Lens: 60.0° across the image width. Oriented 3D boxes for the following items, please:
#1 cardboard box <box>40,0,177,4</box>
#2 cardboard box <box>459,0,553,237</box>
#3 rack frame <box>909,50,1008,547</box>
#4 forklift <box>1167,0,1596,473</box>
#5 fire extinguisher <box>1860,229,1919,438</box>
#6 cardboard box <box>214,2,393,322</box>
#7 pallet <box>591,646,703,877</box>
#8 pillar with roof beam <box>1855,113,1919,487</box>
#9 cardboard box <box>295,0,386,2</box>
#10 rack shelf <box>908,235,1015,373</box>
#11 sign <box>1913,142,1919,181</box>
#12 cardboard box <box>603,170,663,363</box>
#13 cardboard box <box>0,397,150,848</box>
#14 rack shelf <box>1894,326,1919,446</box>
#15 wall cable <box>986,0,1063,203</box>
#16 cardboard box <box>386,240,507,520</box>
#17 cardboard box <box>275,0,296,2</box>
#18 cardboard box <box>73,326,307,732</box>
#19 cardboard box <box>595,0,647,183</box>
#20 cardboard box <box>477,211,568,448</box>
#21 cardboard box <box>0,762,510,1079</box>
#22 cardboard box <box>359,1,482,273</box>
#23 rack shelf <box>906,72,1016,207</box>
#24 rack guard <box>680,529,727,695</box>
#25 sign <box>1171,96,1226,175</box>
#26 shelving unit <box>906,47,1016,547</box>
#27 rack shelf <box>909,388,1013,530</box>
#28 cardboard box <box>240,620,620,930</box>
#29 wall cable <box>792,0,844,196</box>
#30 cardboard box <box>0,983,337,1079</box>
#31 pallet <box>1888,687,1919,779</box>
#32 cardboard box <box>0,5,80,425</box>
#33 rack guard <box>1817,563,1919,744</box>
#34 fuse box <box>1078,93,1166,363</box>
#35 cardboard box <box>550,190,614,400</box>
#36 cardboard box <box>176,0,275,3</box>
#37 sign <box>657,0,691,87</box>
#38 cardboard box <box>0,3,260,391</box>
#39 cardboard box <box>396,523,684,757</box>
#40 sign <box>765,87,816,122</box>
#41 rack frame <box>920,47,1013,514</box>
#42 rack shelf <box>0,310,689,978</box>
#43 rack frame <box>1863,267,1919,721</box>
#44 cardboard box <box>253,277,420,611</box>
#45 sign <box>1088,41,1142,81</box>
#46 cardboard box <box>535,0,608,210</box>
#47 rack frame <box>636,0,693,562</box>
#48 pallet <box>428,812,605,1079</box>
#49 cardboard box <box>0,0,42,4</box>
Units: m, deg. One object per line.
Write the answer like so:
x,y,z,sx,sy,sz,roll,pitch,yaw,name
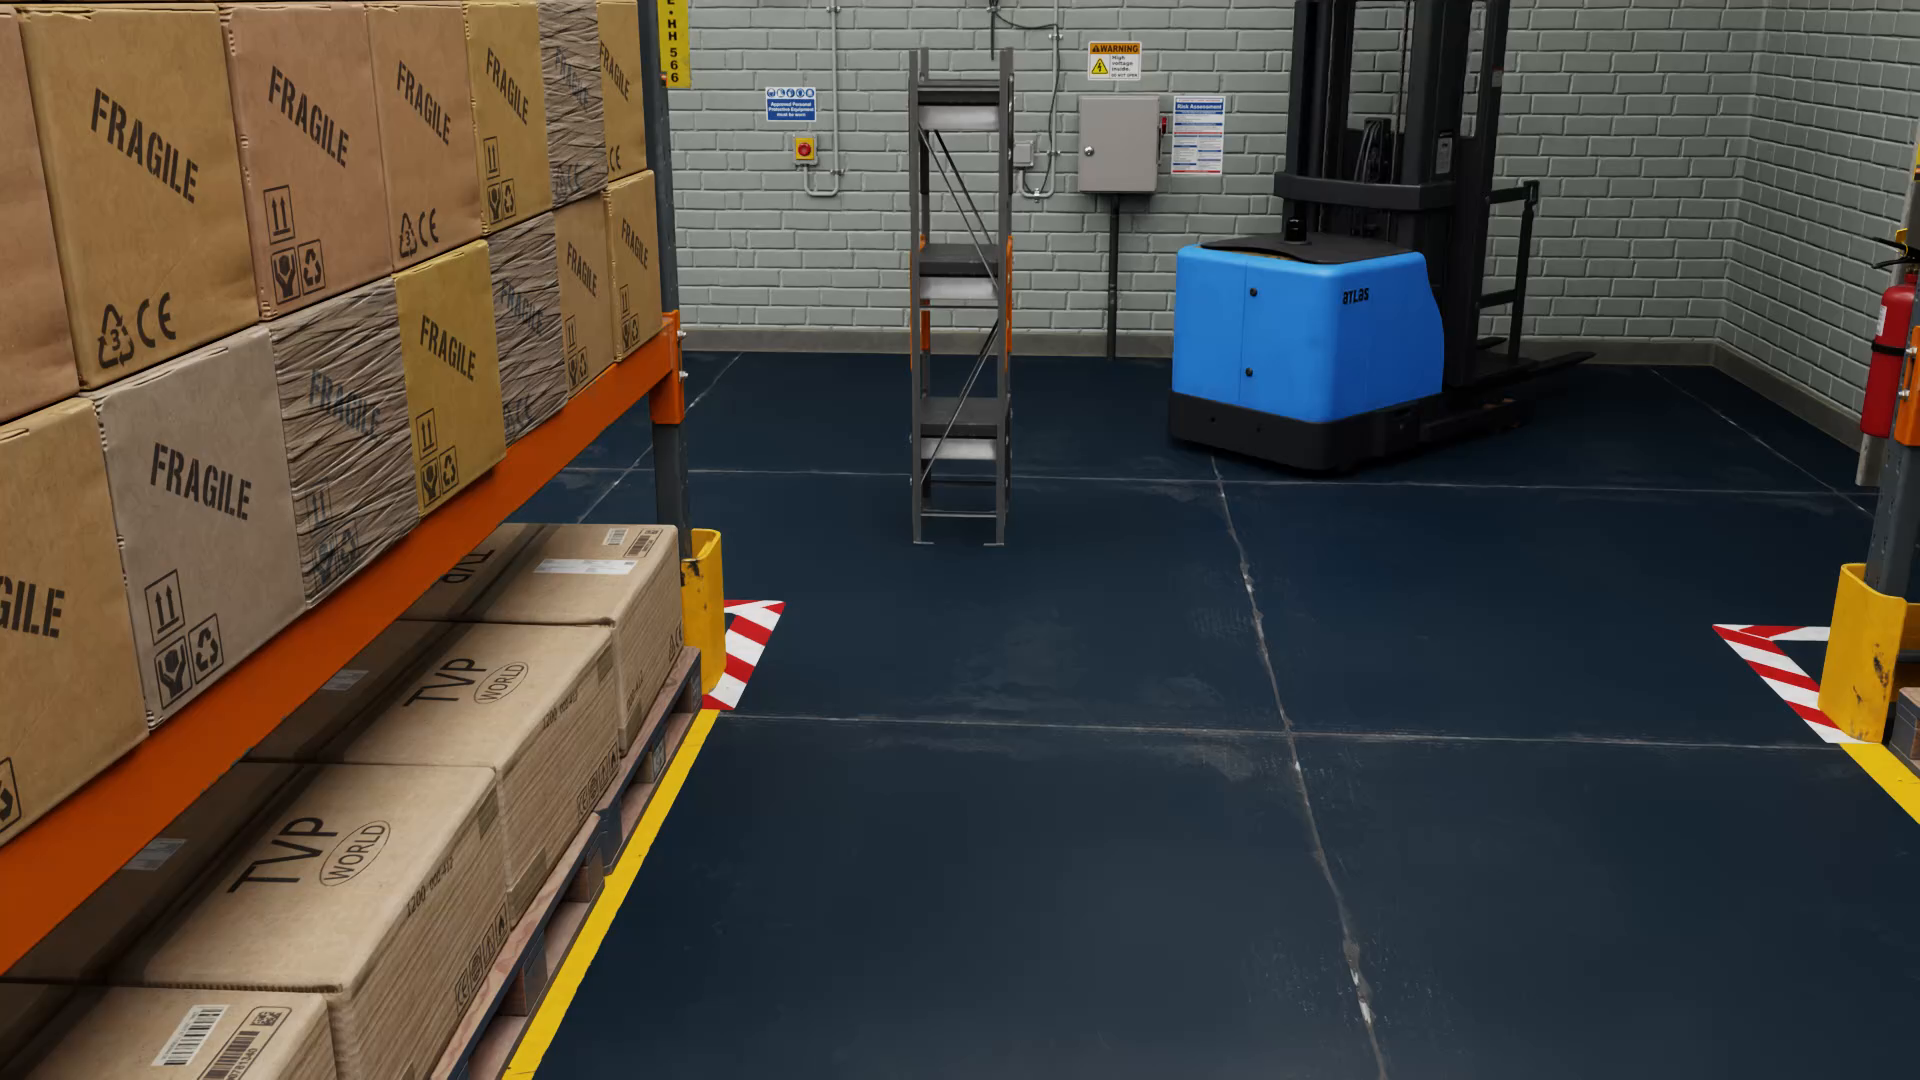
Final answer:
-1.387,-0.857,2.413,0.380,0.149,0.250,1,18,4,cardboard box
-1.283,-0.991,3.864,0.500,0.500,0.500,1,18,4,cardboard box
-0.006,-0.973,7.022,0.400,2.100,0.015,1,18,4,rack frame
2.551,-2.092,9.099,3.031,2.935,1.130,-15,24,-39,forklift
3.061,-0.672,5.381,0.296,0.674,0.183,1,18,4,fire extinguisher
-1.360,-0.678,2.910,0.500,0.500,0.500,2,18,5,cardboard box
-1.419,0.635,5.145,1.003,0.211,1.213,1,18,4,pallet
0.310,-4.595,6.993,9.100,9.000,0.400,1,18,4,pillar with roof beam
-1.317,-1.093,3.135,0.380,0.149,0.250,1,18,4,cardboard box
0.012,-1.036,7.257,0.431,0.518,0.480,1,18,4,rack shelf
2.970,-1.254,5.042,0.100,0.325,0.005,1,18,4,sign
-1.210,-0.832,4.984,0.500,0.500,0.500,1,18,4,cardboard box
-1.431,0.115,2.094,0.500,0.500,0.500,2,18,6,cardboard box
3.368,0.133,3.356,1.077,0.370,4.000,1,18,4,rack shelf
0.357,-3.147,10.577,0.588,1.984,0.122,1,18,4,wall cable
-1.312,-0.356,3.530,0.500,0.500,0.500,2,18,6,cardboard box
-1.403,-1.019,2.906,0.380,0.149,0.250,1,18,4,cardboard box
-1.391,-0.041,2.571,0.500,0.500,0.500,1,18,4,cardboard box
-1.237,-1.308,4.830,0.500,0.500,0.500,2,18,6,cardboard box
-1.288,-0.516,4.021,0.500,0.500,0.500,2,18,6,cardboard box
-1.511,0.850,3.453,0.875,0.438,0.875,1,18,2,cardboard box
-1.321,-0.835,3.388,0.500,0.500,0.500,1,18,4,cardboard box
0.012,-1.701,7.039,0.431,0.518,0.480,1,18,4,rack shelf
-1.438,0.240,5.886,1.175,0.500,0.348,1,18,4,rack guard
1.534,-2.608,10.717,0.329,0.494,0.001,1,18,4,sign
0.012,-1.049,7.253,0.431,2.100,0.503,1,18,4,shelving unit
0.012,-0.371,7.475,0.431,0.518,0.480,1,18,4,rack shelf
-1.444,0.570,4.308,0.875,0.438,0.875,2,18,5,cardboard box
-1.059,-3.189,10.658,0.585,1.953,0.123,1,18,4,wall cable
-1.574,1.128,2.604,0.875,0.438,0.875,1,18,3,cardboard box
3.450,0.766,4.746,1.003,0.211,1.213,1,18,4,pallet
-1.450,-0.363,1.947,0.500,0.500,0.500,1,18,4,cardboard box
3.506,0.381,5.457,1.175,0.500,0.348,1,18,4,rack guard
1.026,-1.987,10.740,0.539,1.711,0.414,1,18,4,fuse box
-1.261,-0.676,4.509,0.500,0.500,0.500,1,18,3,cardboard box
-1.339,-0.939,2.663,0.380,0.149,0.250,1,18,2,cardboard box
-0.899,-1.586,5.207,0.100,0.325,0.005,1,18,4,sign
-1.408,-0.520,2.425,0.500,0.500,0.500,1,18,3,cardboard box
-1.387,0.285,5.176,0.875,0.438,0.875,1,18,2,cardboard box
-1.102,-2.840,10.840,0.327,0.218,0.001,1,18,4,sign
0.029,-1.125,7.484,0.400,2.100,0.015,1,18,4,rack frame
-1.583,0.023,3.691,1.077,0.370,4.000,1,18,4,rack shelf
3.512,-0.830,5.140,1.000,3.000,0.127,1,18,4,rack frame
-1.349,-0.196,3.042,0.500,0.500,0.500,1,18,4,cardboard box
0.986,-3.058,10.611,0.339,0.242,0.001,1,18,4,sign
-1.245,-1.145,4.333,0.500,0.500,0.500,1,18,4,cardboard box
-1.439,-0.940,5.474,1.000,3.000,0.127,1,18,4,rack frame
-1.509,1.013,3.992,1.003,0.211,1.213,1,18,4,pallet
-1.466,-0.781,2.182,0.380,0.149,0.250,1,18,3,cardboard box
